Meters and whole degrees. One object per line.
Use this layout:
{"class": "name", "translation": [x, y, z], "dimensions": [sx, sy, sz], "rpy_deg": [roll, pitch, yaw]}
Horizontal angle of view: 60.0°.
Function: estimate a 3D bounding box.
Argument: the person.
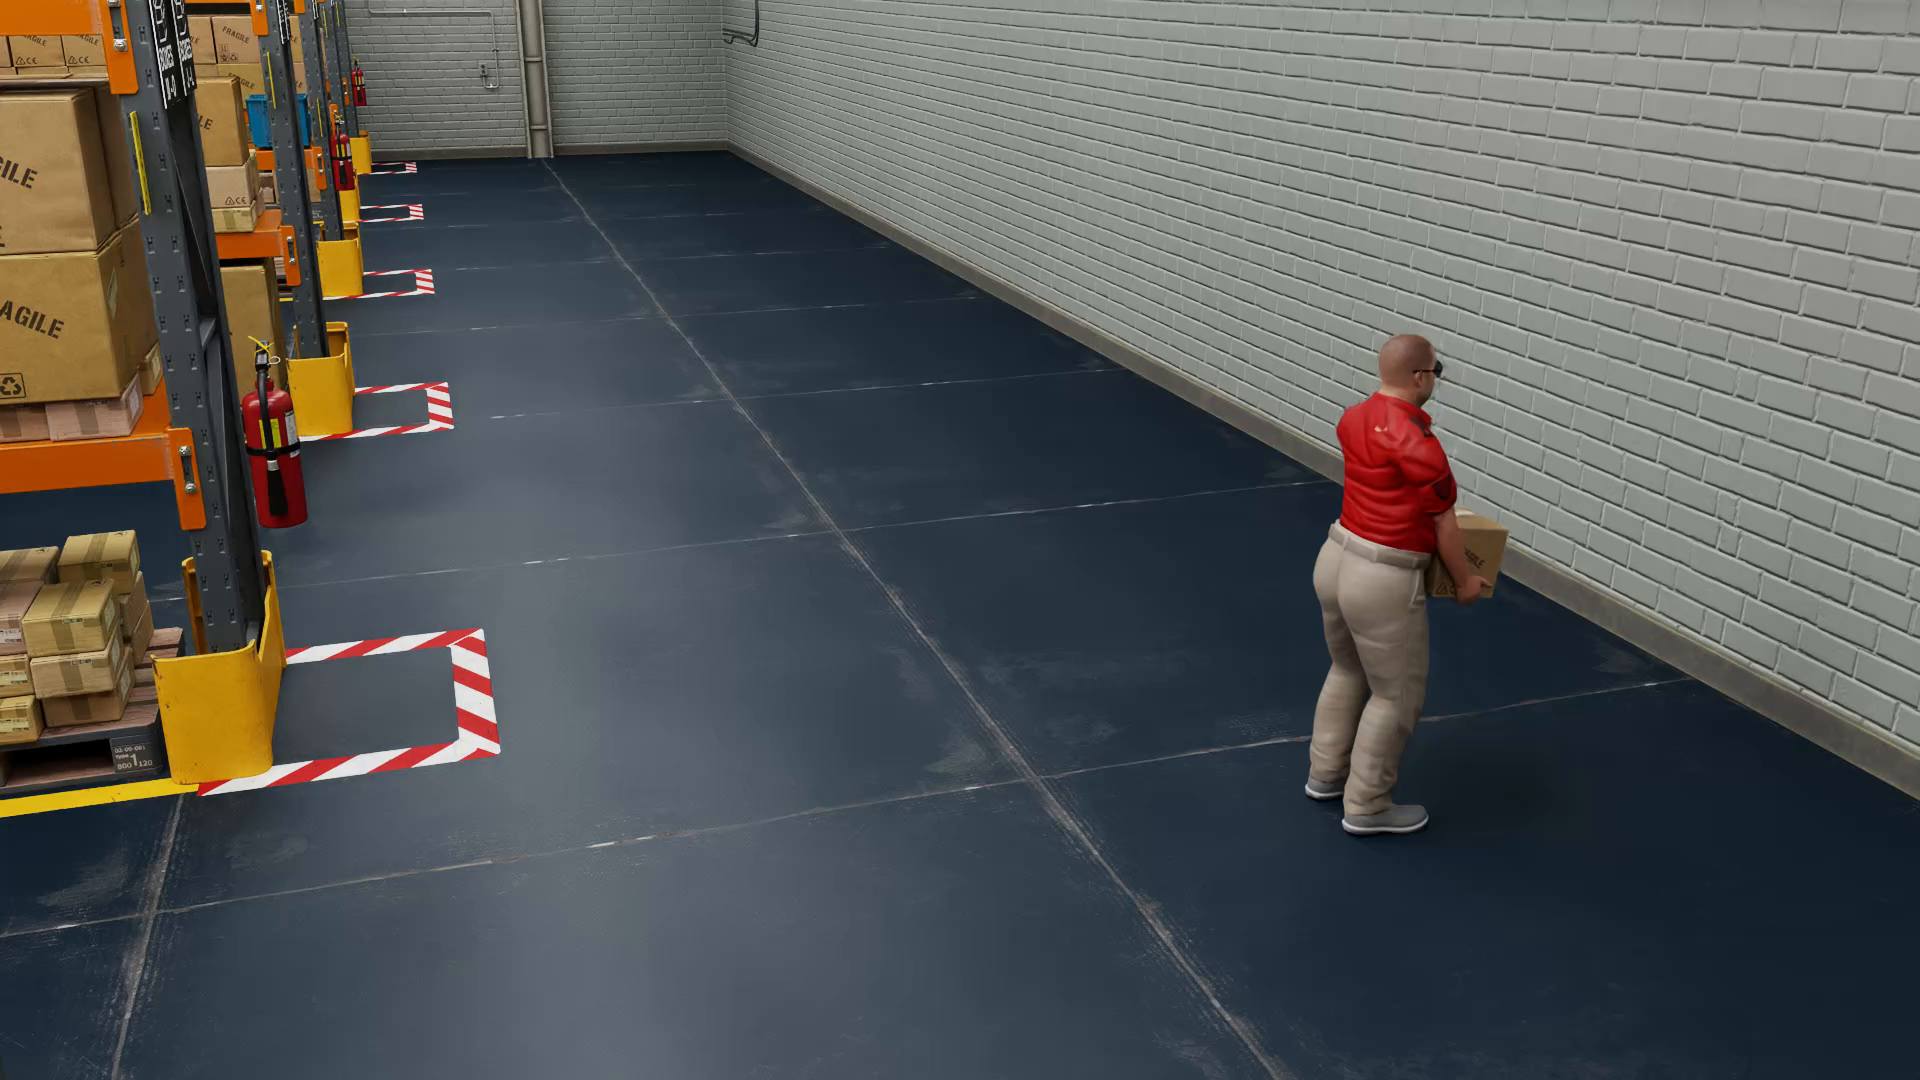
{"class": "person", "translation": [1.500, 0.139, 5.709], "dimensions": [0.558, 1.724, 0.488], "rpy_deg": [-7, 20, -18]}
